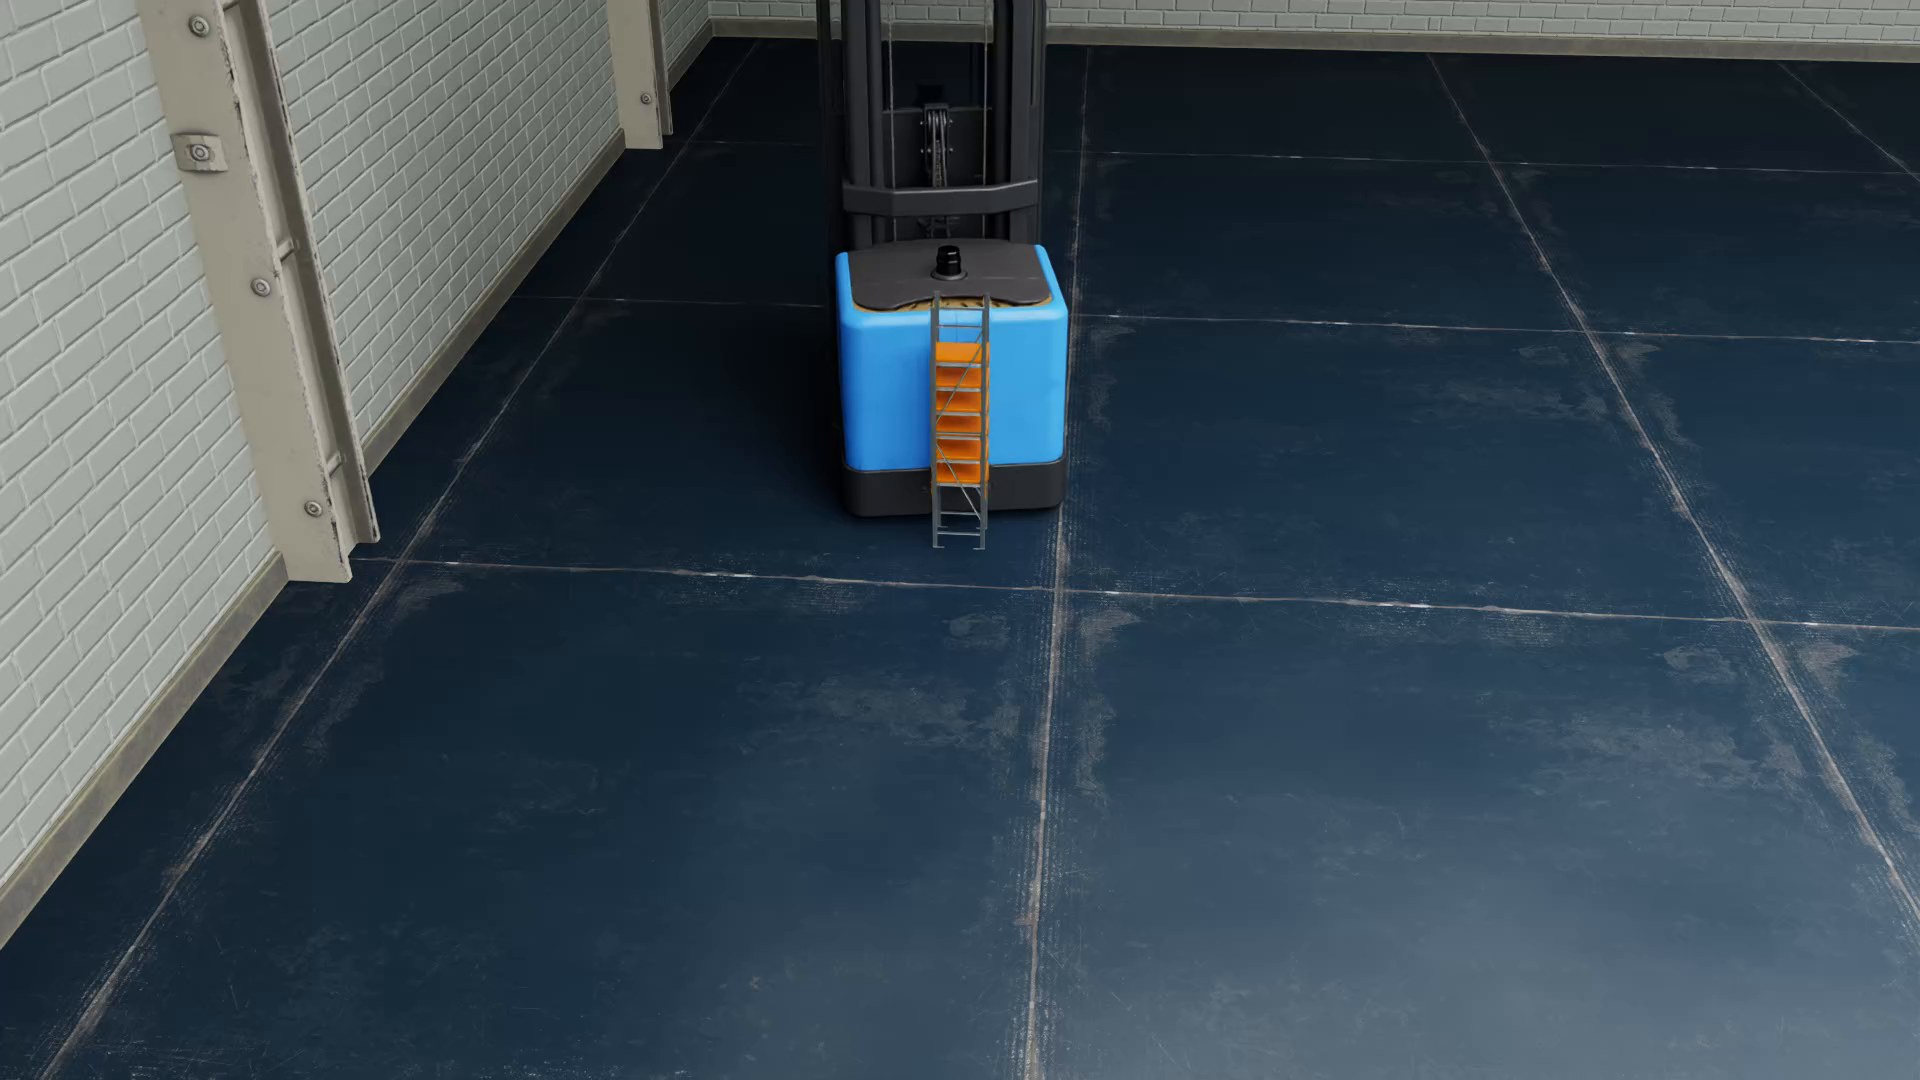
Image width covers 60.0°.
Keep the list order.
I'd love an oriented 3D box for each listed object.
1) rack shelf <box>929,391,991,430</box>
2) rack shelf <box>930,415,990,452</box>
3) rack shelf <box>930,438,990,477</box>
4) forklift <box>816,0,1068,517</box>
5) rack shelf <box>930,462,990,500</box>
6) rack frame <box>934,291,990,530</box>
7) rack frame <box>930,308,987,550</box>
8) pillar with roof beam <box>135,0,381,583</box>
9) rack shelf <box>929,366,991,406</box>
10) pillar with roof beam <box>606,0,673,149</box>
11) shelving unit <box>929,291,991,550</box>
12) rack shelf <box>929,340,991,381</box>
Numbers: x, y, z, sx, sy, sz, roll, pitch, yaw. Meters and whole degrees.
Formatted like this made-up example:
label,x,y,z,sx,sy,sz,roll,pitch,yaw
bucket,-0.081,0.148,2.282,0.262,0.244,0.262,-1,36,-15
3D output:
label,x,y,z,sx,sy,sz,roll,pitch,yaw
rack shelf,0.001,-0.582,7.407,0.258,0.103,0.180,2,32,4
rack shelf,0.001,-0.480,7.470,0.258,0.103,0.180,2,32,4
rack shelf,0.001,-0.378,7.533,0.258,0.103,0.180,2,32,4
forklift,-0.159,-2.108,8.377,1.130,2.935,3.031,-3,32,-5
rack shelf,0.001,-0.276,7.596,0.258,0.103,0.180,2,32,4
rack frame,0.008,-0.566,7.525,0.240,1.200,0.006,2,32,4
rack frame,-0.006,-0.470,7.369,0.240,1.200,0.006,2,32,4
pillar with roof beam,1.414,-3.566,4.959,9.100,9.000,0.400,2,32,4
rack shelf,0.001,-0.685,7.344,0.258,0.103,0.180,2,32,4
pillar with roof beam,1.903,-6.703,10.050,9.100,9.000,0.400,2,32,4
shelving unit,0.001,-0.518,7.447,0.258,1.200,0.189,2,32,4
rack shelf,0.001,-0.787,7.281,0.258,0.103,0.180,2,32,4
